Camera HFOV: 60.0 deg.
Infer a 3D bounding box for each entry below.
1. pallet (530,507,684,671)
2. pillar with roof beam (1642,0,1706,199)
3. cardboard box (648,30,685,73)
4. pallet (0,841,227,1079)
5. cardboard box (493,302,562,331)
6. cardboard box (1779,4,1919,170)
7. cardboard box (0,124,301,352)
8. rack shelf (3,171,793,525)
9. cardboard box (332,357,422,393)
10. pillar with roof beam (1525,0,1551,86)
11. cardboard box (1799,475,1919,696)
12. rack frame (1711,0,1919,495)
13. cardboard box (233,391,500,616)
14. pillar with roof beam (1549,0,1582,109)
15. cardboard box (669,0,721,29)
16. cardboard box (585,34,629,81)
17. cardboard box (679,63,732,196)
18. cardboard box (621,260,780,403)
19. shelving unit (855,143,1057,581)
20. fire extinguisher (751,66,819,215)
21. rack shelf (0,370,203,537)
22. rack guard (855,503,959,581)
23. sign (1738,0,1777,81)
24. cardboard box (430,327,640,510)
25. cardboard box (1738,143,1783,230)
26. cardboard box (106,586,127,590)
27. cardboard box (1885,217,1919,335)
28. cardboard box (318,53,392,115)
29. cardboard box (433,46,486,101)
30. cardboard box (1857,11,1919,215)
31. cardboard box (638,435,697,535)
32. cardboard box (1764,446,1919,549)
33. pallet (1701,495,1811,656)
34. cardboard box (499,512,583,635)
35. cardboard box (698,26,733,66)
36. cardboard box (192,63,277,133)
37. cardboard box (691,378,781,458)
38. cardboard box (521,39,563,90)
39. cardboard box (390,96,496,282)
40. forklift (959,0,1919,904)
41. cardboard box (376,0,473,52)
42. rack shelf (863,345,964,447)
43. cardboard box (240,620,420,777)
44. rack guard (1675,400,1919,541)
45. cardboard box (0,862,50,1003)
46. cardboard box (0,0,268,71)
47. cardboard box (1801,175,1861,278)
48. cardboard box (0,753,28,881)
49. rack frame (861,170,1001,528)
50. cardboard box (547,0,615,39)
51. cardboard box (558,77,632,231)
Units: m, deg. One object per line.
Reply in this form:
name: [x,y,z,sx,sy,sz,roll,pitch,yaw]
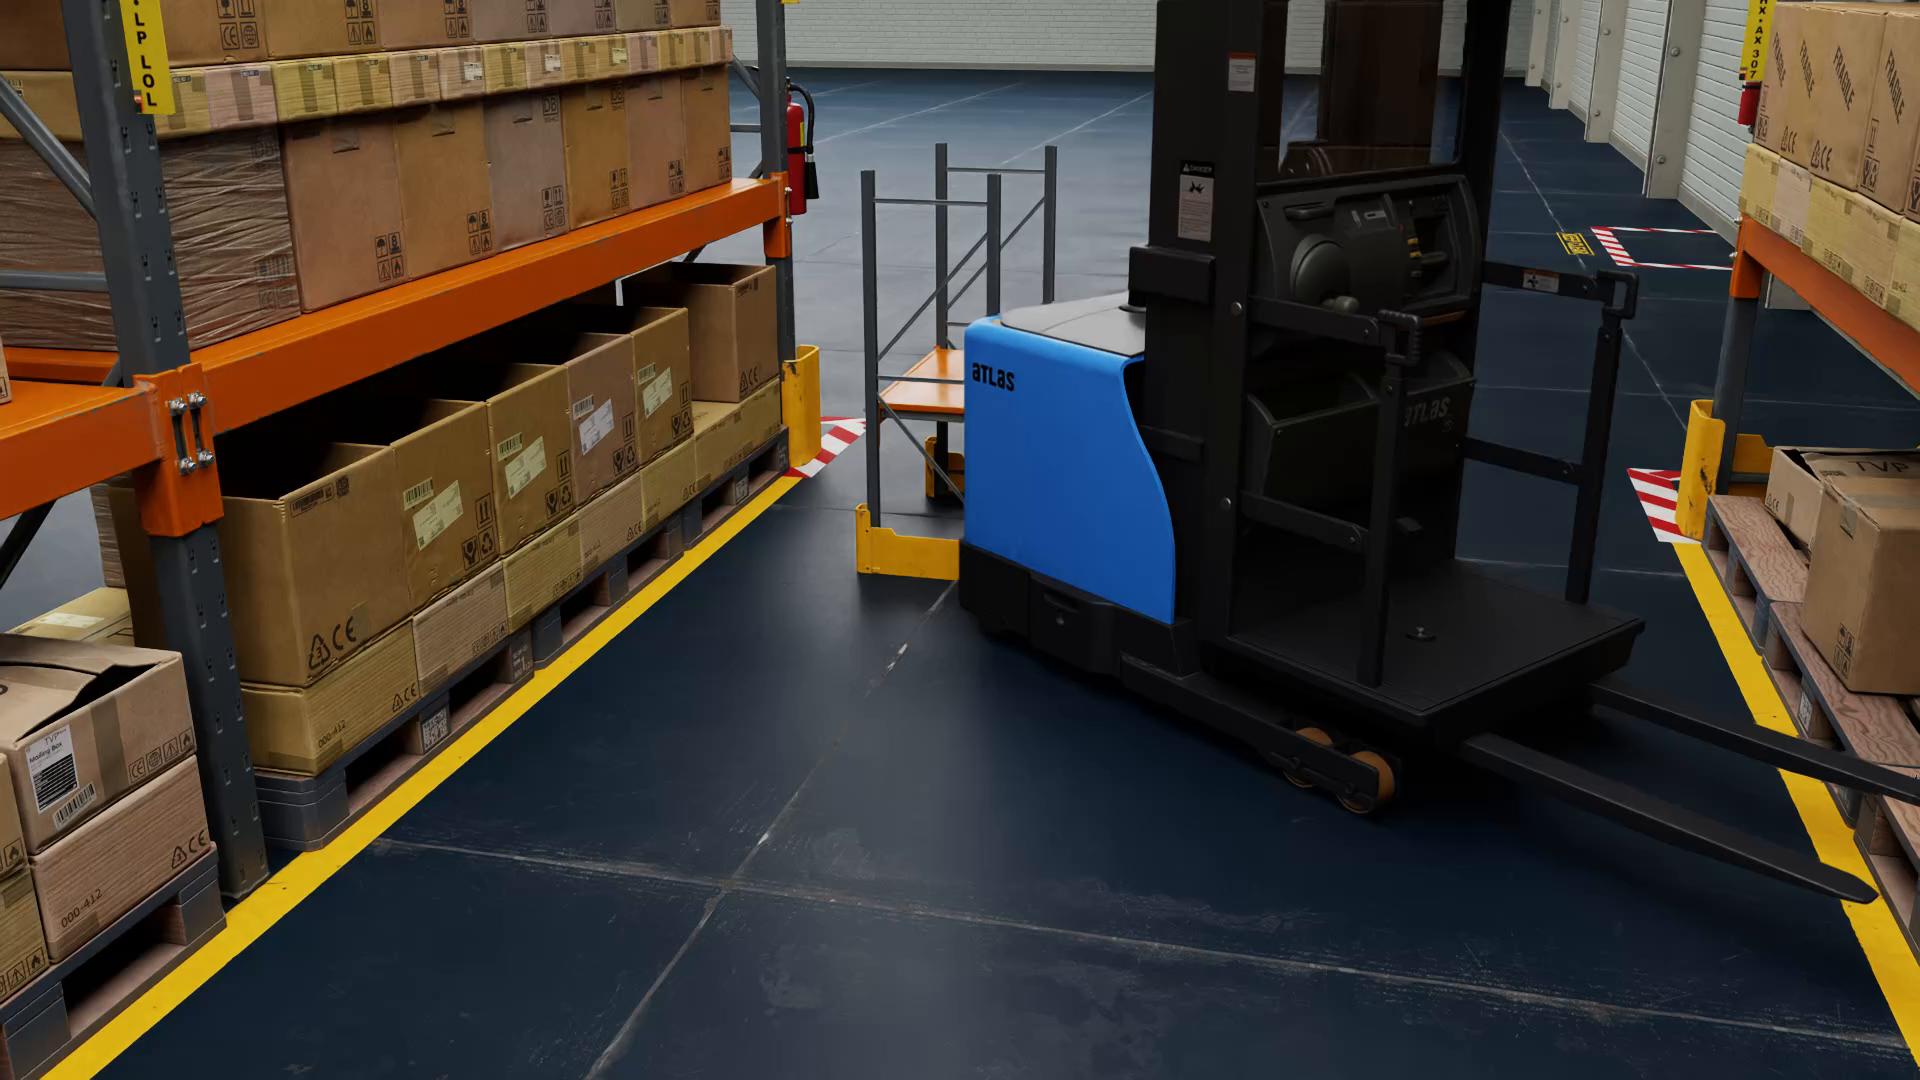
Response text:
pallet: [-1.706,0.102,6.061,1.003,0.211,1.213,5,19,13]
pillar with roof beam: [2.970,-8.104,16.491,9.100,9.000,0.400,5,19,13]
cardboard box: [-1.293,-1.899,6.447,0.380,0.149,0.250,4,19,13]
pallet: [-2.379,0.966,3.533,1.003,0.211,1.213,5,19,13]
cardboard box: [-1.836,-0.629,6.332,0.500,0.500,0.500,5,19,13]
cardboard box: [3.006,-1.465,5.376,0.500,0.500,0.500,5,19,14]
cardboard box: [-2.135,-0.775,4.160,0.700,0.500,0.500,4,19,12]
rack shelf: [-1.748,-0.874,5.719,1.077,0.370,4.000,5,19,13]
cardboard box: [-2.084,-0.315,5.415,0.500,0.500,0.500,5,19,13]
pillar with roof beam: [7.368,-13.746,33.009,9.100,9.000,0.400,5,19,13]
cardboard box: [2.921,0.138,4.830,0.700,0.500,0.500,3,19,10]
rack frame: [3.545,-1.451,6.296,1.000,3.000,0.127,5,19,13]
cardboard box: [-1.706,-0.118,4.836,0.500,0.500,0.500,5,19,13]
pillar with roof beam: [5.902,-11.865,27.503,9.100,9.000,0.400,5,19,13]
cardboard box: [-1.399,-2.341,6.738,0.700,0.500,0.500,5,19,14]
cardboard box: [-1.421,-1.738,5.976,0.380,0.149,0.250,5,20,15]
cardboard box: [-1.386,-1.743,6.996,0.700,0.500,0.500,5,19,13]
cardboard box: [-1.102,-0.902,7.132,0.500,0.500,0.500,5,19,13]
shelving unit: [0.019,-0.734,6.515,0.587,1.500,1.083,5,19,13]
fire extinguisher: [-0.780,-1.805,7.451,0.296,0.674,0.183,5,19,13]
rack shelf: [-2.726,0.380,2.048,1.077,0.370,4.000,5,19,13]
rack guard: [-0.103,0.014,6.260,0.587,0.250,0.087,5,19,13]
sign: [3.019,-1.904,6.281,0.100,0.325,0.005,5,19,13]
cardboard box: [-1.456,-0.431,5.753,0.500,0.500,0.500,5,19,13]
cardboard box: [3.118,-1.262,5.943,0.500,0.250,0.500,4,19,12]
cardboard box: [-2.204,0.196,5.076,0.500,0.250,0.500,5,19,13]
cardboard box: [2.627,-0.623,4.072,0.500,0.250,0.500,5,19,13]
cardboard box: [-1.798,-1.253,4.557,0.380,0.149,0.250,4,19,13]
cardboard box: [-1.673,-1.415,5.032,0.380,0.149,0.250,4,19,12]
cardboard box: [2.759,-1.140,4.427,0.500,0.500,0.500,5,20,15]
cardboard box: [-1.335,-0.233,6.333,0.500,0.250,0.500,5,19,13]
cardboard box: [3.288,-0.177,6.045,0.500,0.311,0.500,2,19,7]
pallet: [3.293,0.144,5.940,1.003,0.211,1.213,5,19,13]
cardboard box: [-1.575,0.081,5.415,0.500,0.250,0.500,5,19,13]
cardboard box: [-1.168,-2.061,6.922,0.380,0.149,0.250,4,19,12]
cardboard box: [-1.922,-1.090,4.078,0.380,0.149,0.250,5,19,14]
cardboard box: [-1.104,-0.547,7.254,0.500,0.250,0.500,5,19,13]
cardboard box: [-1.545,-1.574,5.498,0.380,0.149,0.250,4,19,13]
cardboard box: [-1.886,-1.097,5.105,0.700,0.500,0.500,5,19,14]
forklift: [1.311,-0.827,4.573,1.130,2.935,3.031,-15,24,-36]
cardboard box: [-1.890,-1.704,4.873,0.700,0.500,0.500,5,19,13]
rack shelf: [0.021,-0.566,6.582,0.538,0.185,1.000,5,19,13]
cardboard box: [-1.830,0.393,4.499,0.500,0.250,0.500,5,19,13]
rack guard: [3.526,-0.245,6.630,1.175,0.500,0.348,5,19,13]
cardboard box: [-2.183,0.826,3.233,0.500,0.250,0.500,4,19,13]
cardboard box: [-2.135,-1.388,3.950,0.700,0.500,0.500,5,19,14]
cardboard box: [2.874,-0.939,4.997,0.500,0.250,0.500,4,19,13]
cardboard box: [-2.179,0.563,3.136,0.500,0.311,0.500,5,20,15]
rack frame: [-0.103,-0.577,6.057,0.500,1.500,0.032,5,19,13]
cardboard box: [-1.645,-2.017,5.791,0.700,0.500,0.500,5,19,14]
cardboard box: [-1.637,-1.423,6.059,0.700,0.500,0.500,5,19,14]
